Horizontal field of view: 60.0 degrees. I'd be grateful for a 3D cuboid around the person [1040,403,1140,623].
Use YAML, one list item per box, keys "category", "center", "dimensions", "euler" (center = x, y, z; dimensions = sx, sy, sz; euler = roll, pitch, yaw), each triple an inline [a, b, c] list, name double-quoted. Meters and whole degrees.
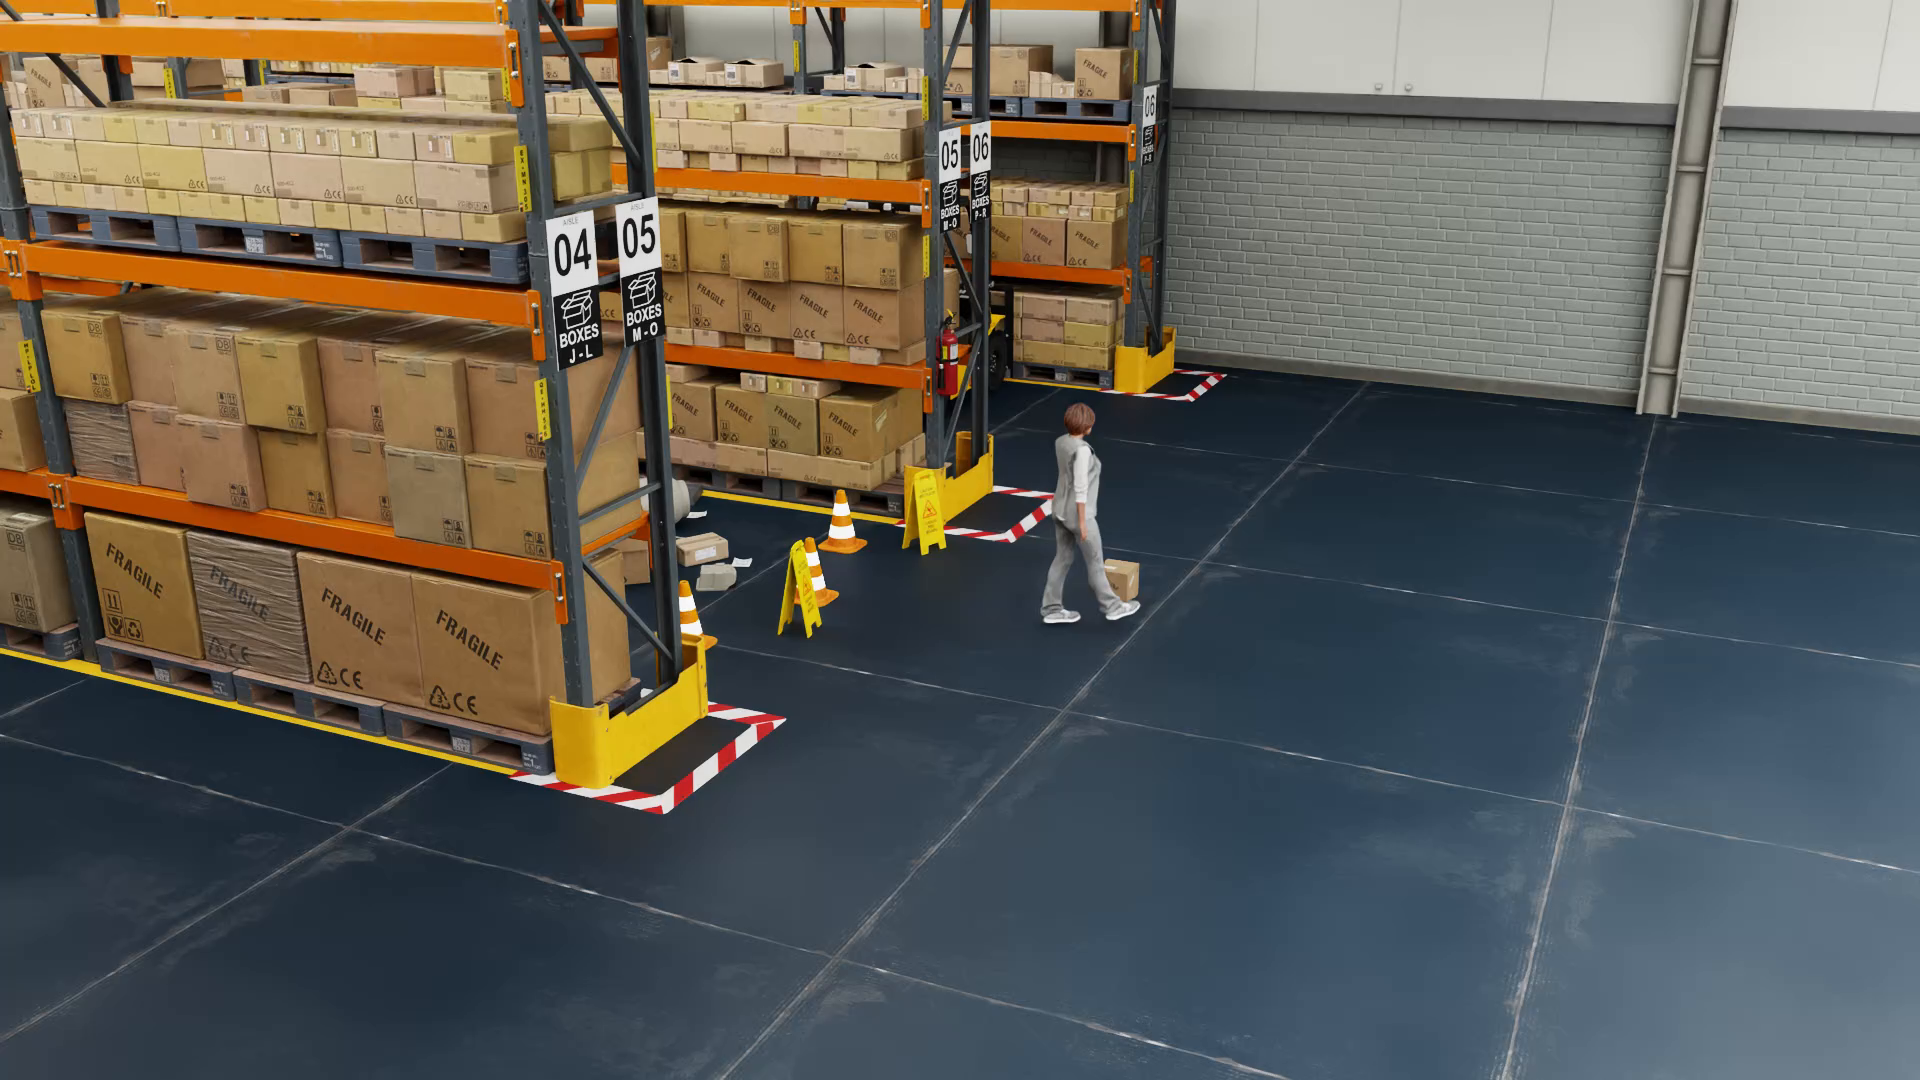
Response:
- category: "person"
  center: [0.907, -0.186, 11.586]
  dimensions: [0.700, 1.581, 0.422]
  euler: [-8, 21, -22]
